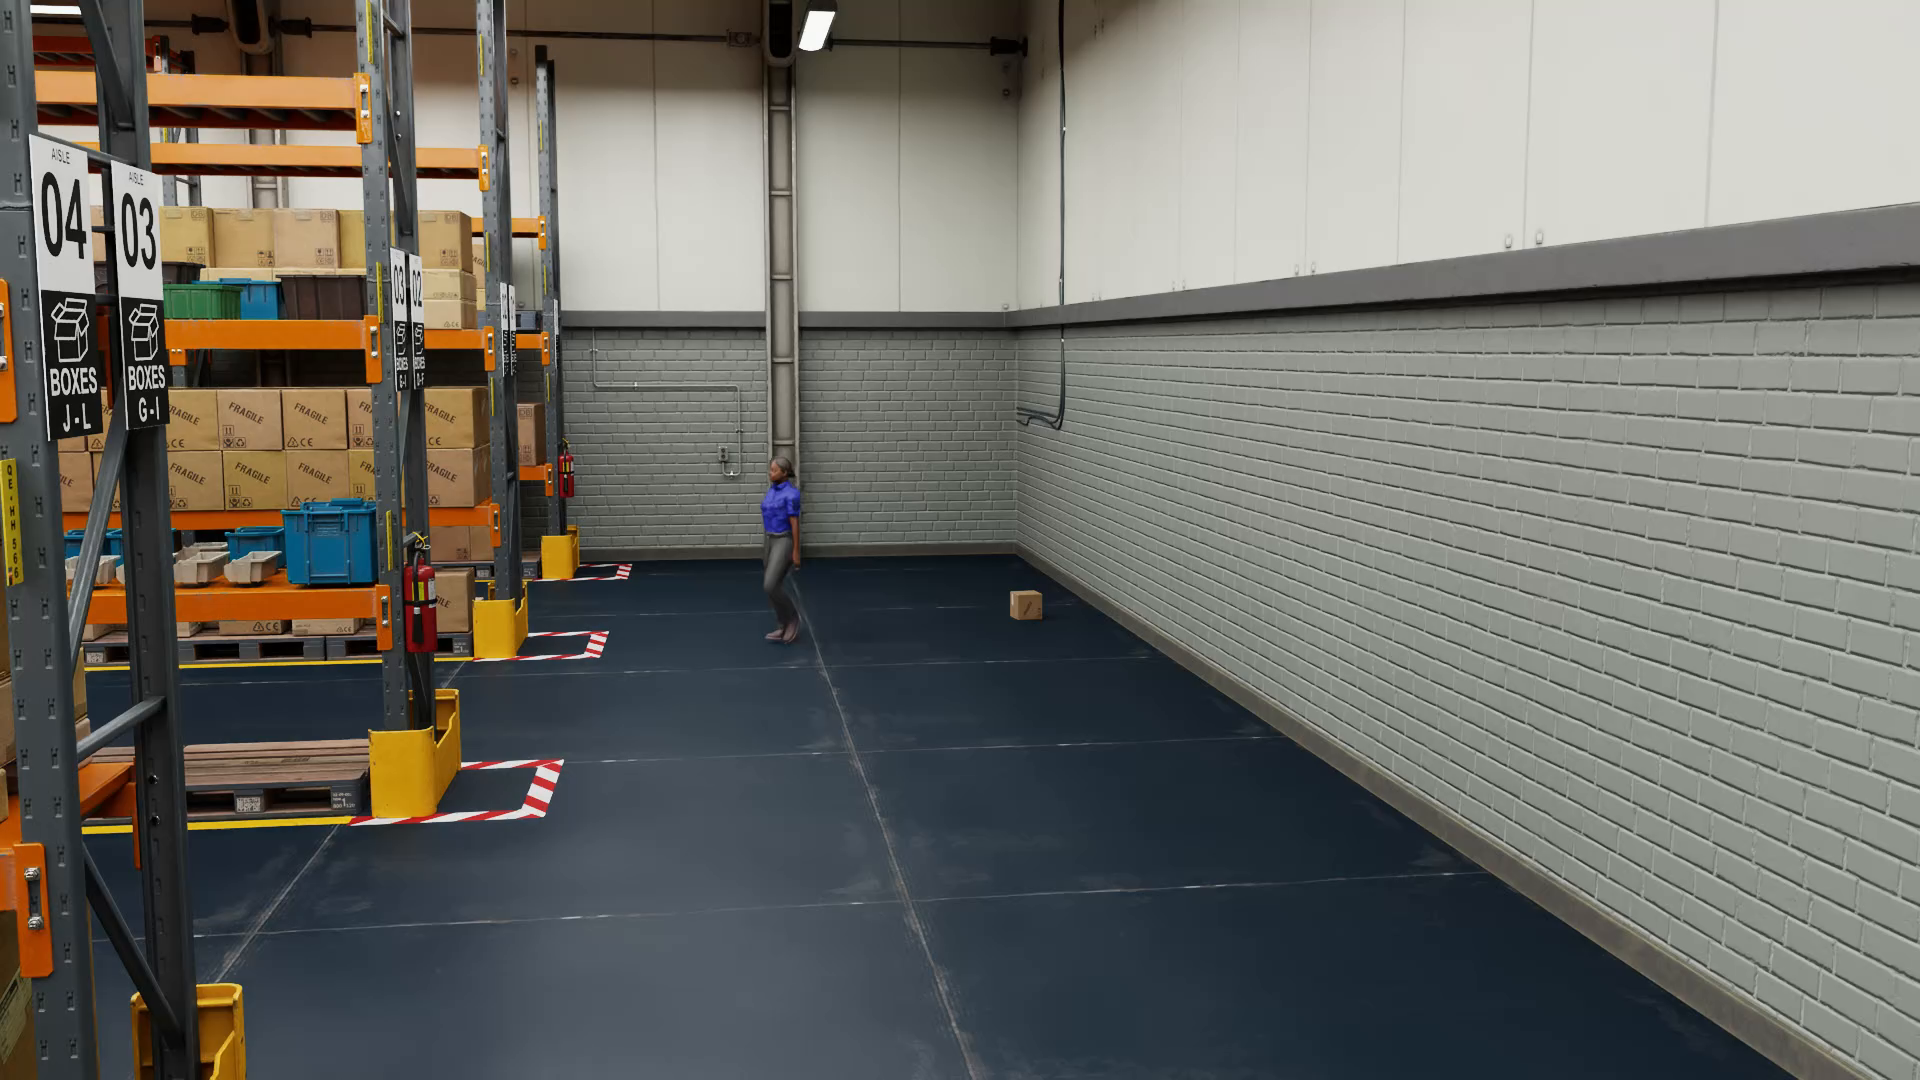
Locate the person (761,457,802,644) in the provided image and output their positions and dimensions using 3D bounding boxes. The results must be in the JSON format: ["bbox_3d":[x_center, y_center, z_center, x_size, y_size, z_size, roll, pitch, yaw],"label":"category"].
[{"bbox_3d":[-1.649,0.094,14.891,0.417,1.673,0.481,-5,8,-37],"label":"person"}]
